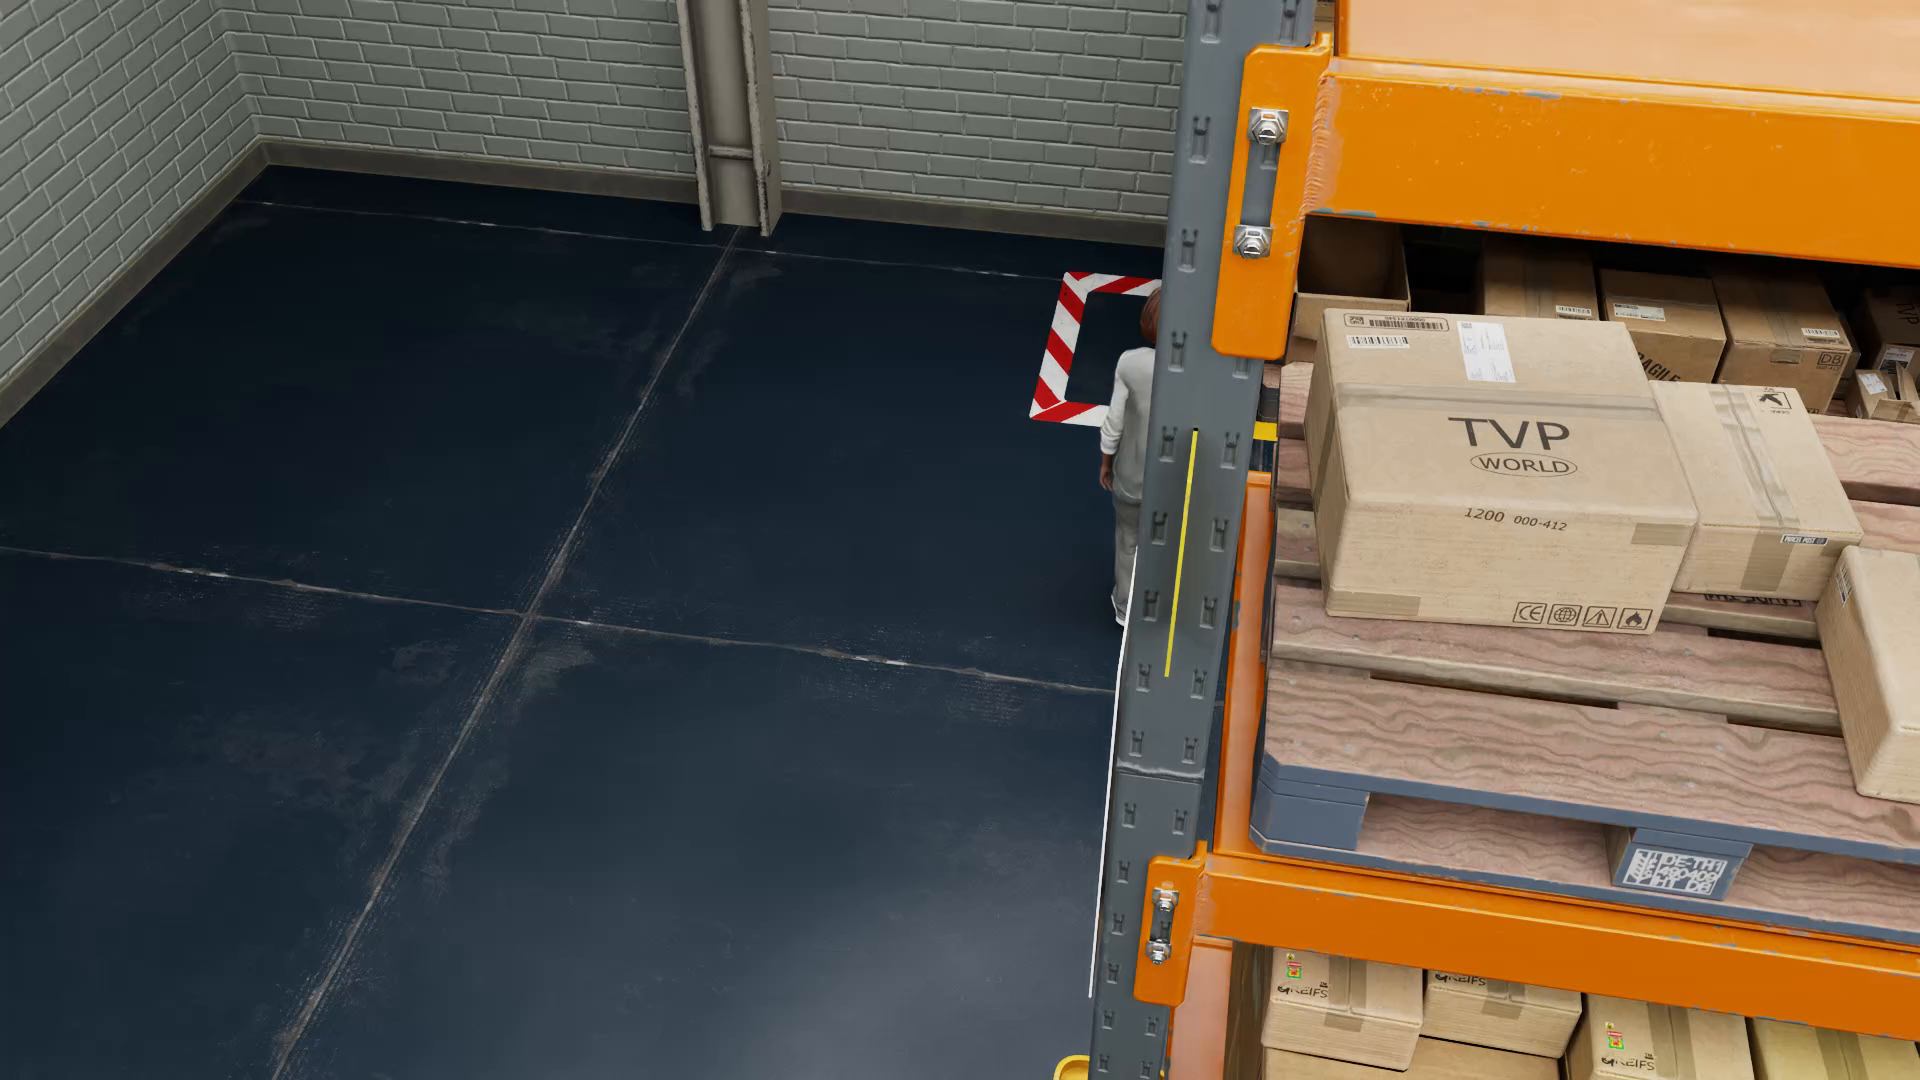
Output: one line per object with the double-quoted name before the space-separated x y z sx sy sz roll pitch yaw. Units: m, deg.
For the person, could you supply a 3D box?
"person" 0.775 -0.270 6.477 0.477 1.591 0.377 4 41 5
